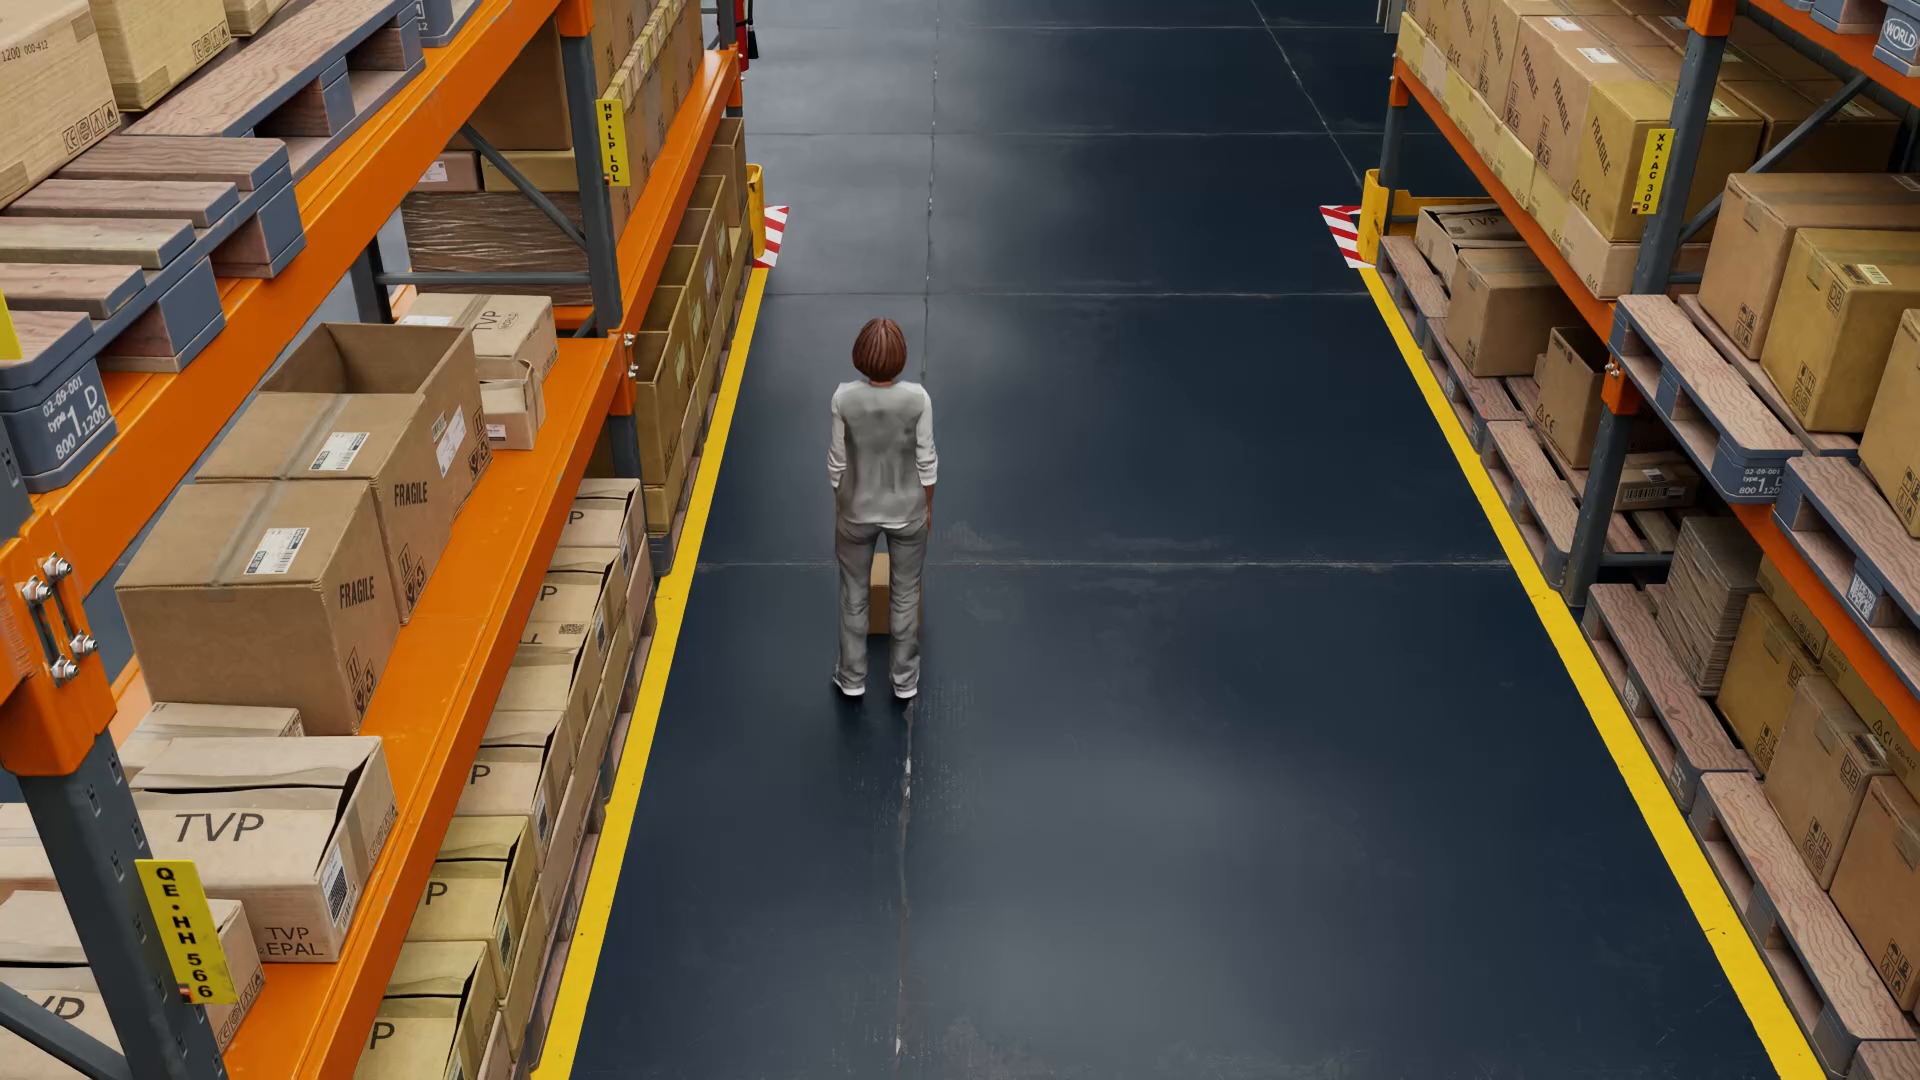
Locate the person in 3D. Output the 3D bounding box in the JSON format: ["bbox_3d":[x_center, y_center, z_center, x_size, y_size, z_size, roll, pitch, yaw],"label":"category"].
[{"bbox_3d":[-0.298,-0.092,6.282,0.433,1.622,0.312,0,32,-1],"label":"person"}]
